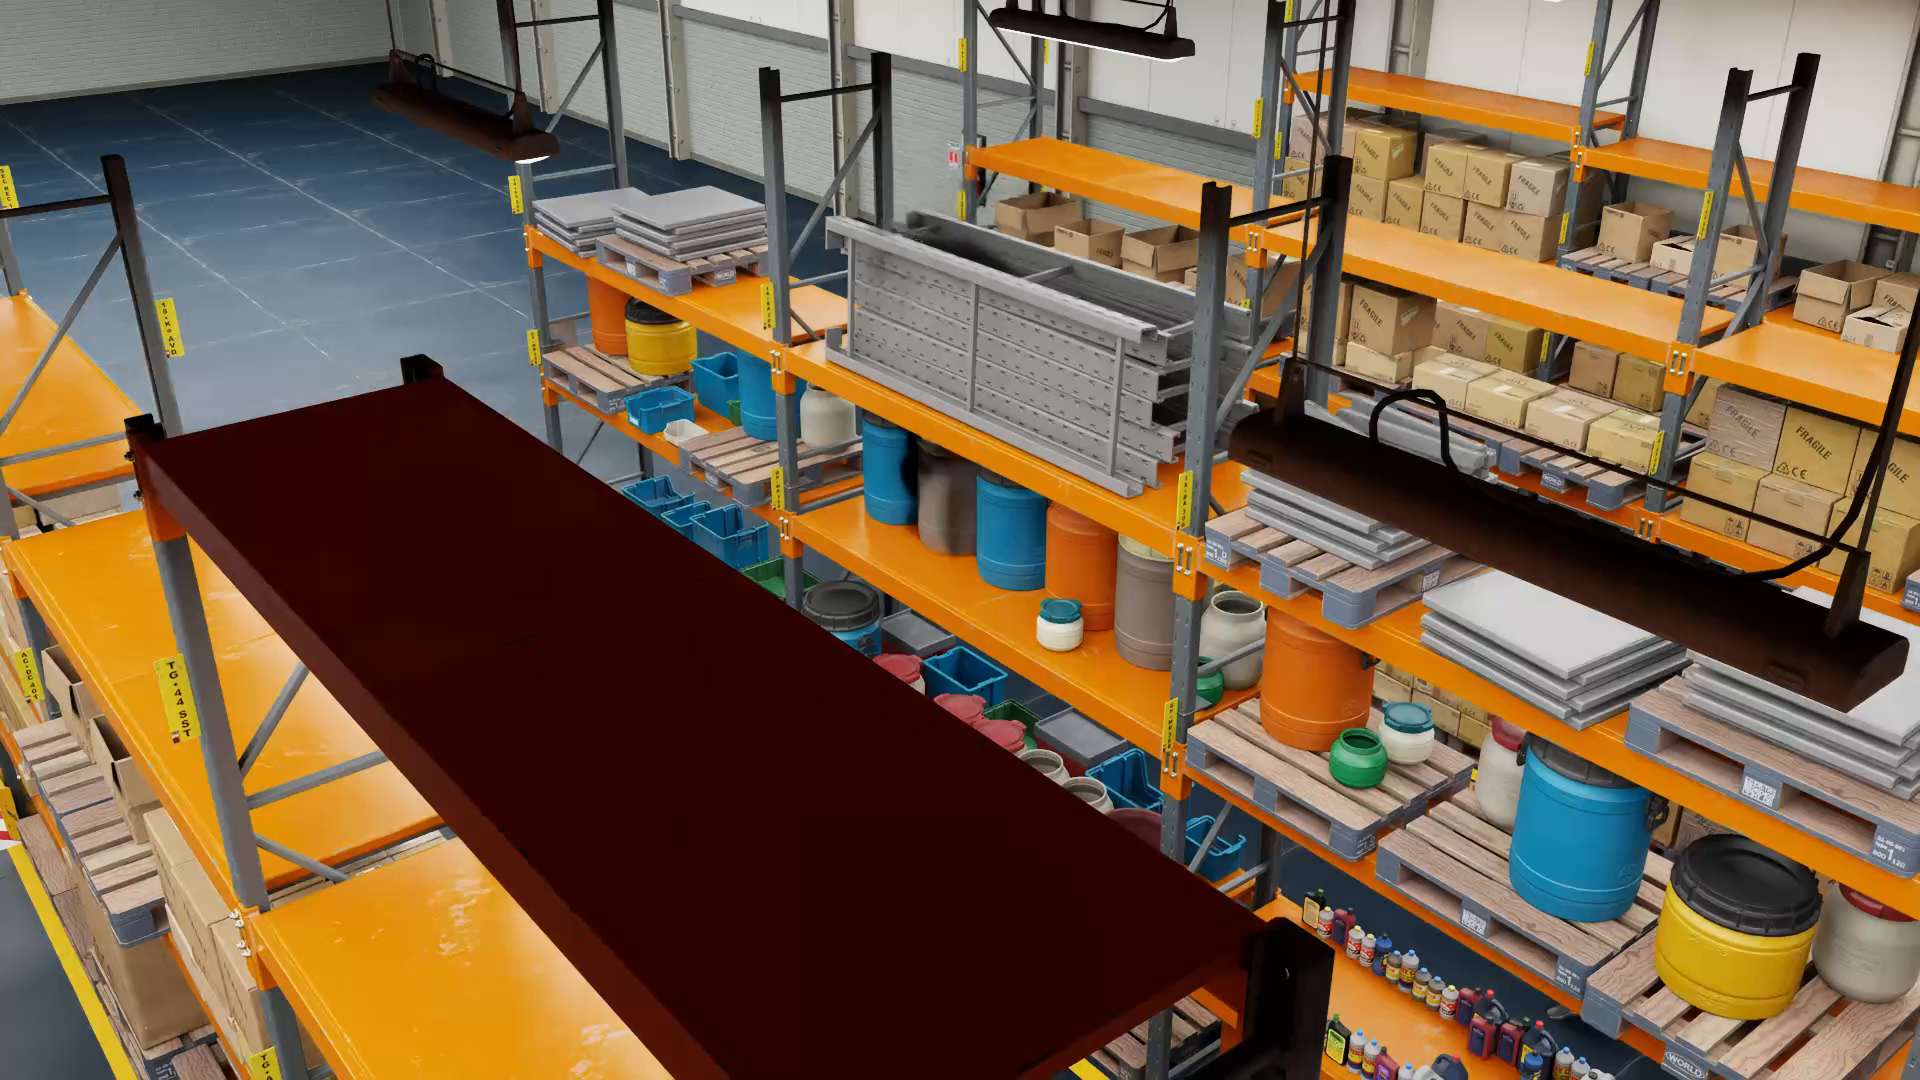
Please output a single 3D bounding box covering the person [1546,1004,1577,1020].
[{"bbox_3d":[4.337,2.533,11.106,0.606,1.772,0.821,-22,33,-38],"label":"person"}]
